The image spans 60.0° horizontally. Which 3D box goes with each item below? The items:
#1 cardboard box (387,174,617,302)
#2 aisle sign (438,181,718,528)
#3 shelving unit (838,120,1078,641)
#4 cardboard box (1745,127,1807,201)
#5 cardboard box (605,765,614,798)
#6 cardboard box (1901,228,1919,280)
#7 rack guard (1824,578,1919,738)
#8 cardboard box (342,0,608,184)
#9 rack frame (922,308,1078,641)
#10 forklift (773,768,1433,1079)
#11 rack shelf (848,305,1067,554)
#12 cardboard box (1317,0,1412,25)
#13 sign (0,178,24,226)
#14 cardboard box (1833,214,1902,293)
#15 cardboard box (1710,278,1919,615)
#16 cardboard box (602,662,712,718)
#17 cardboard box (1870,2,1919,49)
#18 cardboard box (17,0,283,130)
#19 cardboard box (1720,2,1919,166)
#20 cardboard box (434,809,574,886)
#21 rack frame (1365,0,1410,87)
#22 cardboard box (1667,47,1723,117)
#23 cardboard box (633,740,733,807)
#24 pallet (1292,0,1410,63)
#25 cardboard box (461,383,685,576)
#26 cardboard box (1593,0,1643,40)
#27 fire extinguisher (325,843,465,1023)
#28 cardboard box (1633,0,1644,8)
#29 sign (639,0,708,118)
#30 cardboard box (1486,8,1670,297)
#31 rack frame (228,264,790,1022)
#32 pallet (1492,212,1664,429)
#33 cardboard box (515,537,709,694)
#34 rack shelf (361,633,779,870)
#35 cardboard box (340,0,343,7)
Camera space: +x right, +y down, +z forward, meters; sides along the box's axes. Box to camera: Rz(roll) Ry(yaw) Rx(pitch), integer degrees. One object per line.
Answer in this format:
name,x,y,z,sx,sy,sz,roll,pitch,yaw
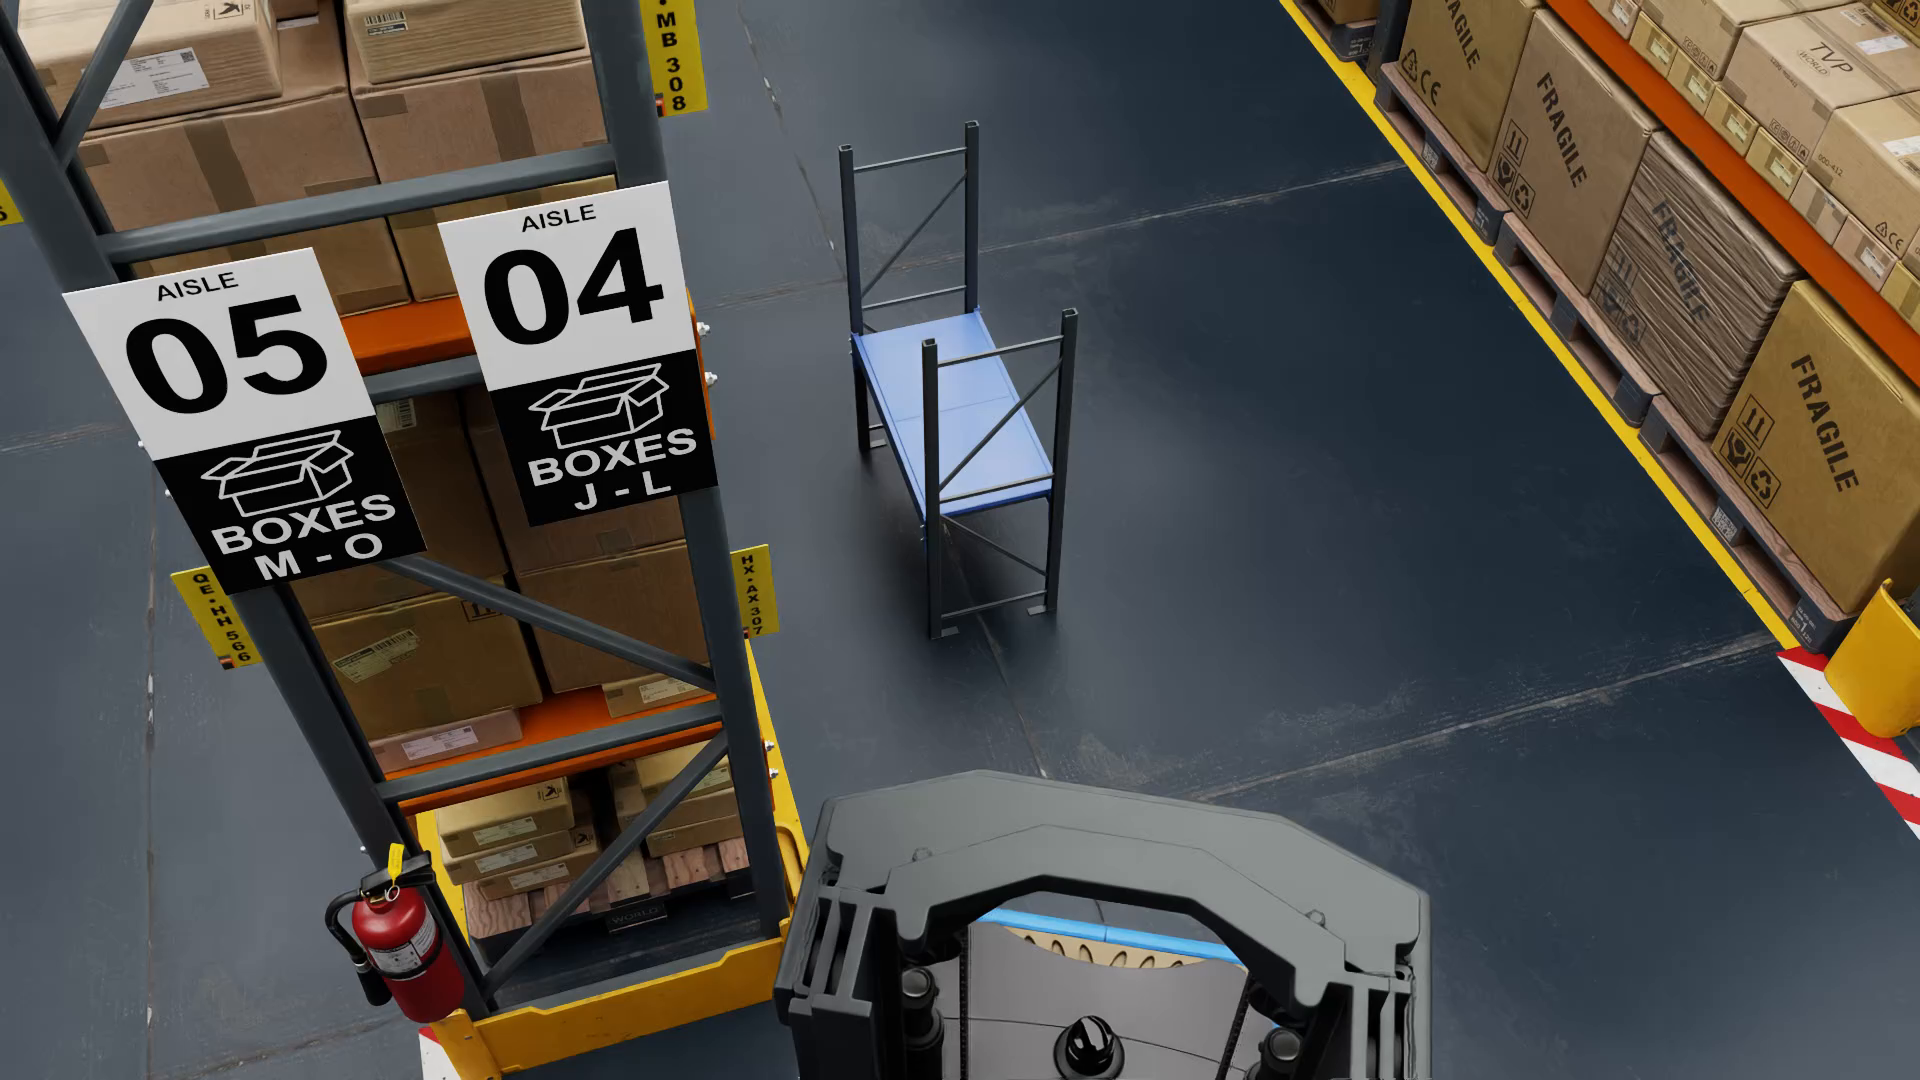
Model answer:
cardboard box,-0.892,-0.776,3.368,0.500,0.250,0.500,-12,51,-10
aisle sign,-0.695,-0.325,3.151,0.394,0.787,0.004,-13,51,-11
shelving unit,-0.025,-0.546,6.019,0.538,1.500,1.048,-13,51,-11
cardboard box,3.041,-1.370,5.897,0.380,0.149,0.250,-14,51,-12
cardboard box,-1.008,0.684,5.591,0.380,0.149,0.250,-13,51,-11
cardboard box,3.368,-0.861,5.207,0.500,0.250,0.500,-14,51,-12
rack guard,3.772,0.303,5.957,1.175,0.500,0.348,-13,51,-11
cardboard box,-0.888,-0.938,3.178,0.500,0.250,0.500,-13,51,-10
rack frame,0.125,-0.174,5.706,0.500,1.500,0.032,-13,51,-11
forklift,0.114,1.860,3.055,1.130,2.935,3.031,8,50,7
rack shelf,-0.025,-0.430,6.156,0.538,0.185,1.000,-13,51,-11
cardboard box,2.373,-3.355,8.521,1.225,0.875,0.875,-13,51,-11
sign,-1.540,-0.613,2.554,0.100,0.325,0.005,-13,51,-11
cardboard box,3.193,-0.998,5.584,0.380,0.149,0.250,-13,51,-11
cardboard box,3.499,-0.420,6.047,0.875,0.875,0.875,-13,51,-11
cardboard box,-0.786,0.298,4.491,0.380,0.149,0.250,-14,51,-11
cardboard box,3.575,-1.725,5.935,0.500,0.250,0.500,-15,51,-12
cardboard box,-1.383,-0.857,2.848,0.380,0.149,0.250,-14,51,-11
cardboard box,3.067,-1.604,5.833,0.500,0.250,0.500,-15,51,-12
cardboard box,-1.432,0.895,5.219,0.380,0.149,0.250,-15,51,-12
rack frame,2.582,-3.441,7.479,1.000,3.000,0.127,-13,51,-11
cardboard box,2.893,-1.741,6.210,0.380,0.149,0.250,-12,51,-10
cardboard box,-0.834,0.660,5.222,0.380,0.149,0.250,-15,52,-13
pallet,2.281,-3.089,9.006,1.003,0.211,1.213,-13,51,-11
cardboard box,-0.883,-0.310,3.926,0.500,0.500,0.500,-14,51,-11
cardboard box,2.735,-2.122,6.531,0.380,0.149,0.250,-13,51,-11
fire extinguisher,-1.370,0.961,4.062,0.296,0.674,0.183,-13,51,-11
cardboard box,2.771,-2.345,6.458,0.500,0.250,0.500,-12,51,-10
sign,-0.485,-0.843,2.755,0.100,0.325,0.005,-13,51,-11
cardboard box,2.966,-1.734,7.155,0.875,0.875,0.875,-13,51,-11
rack frame,-1.004,0.528,4.133,1.000,3.000,0.127,-13,51,-11
pallet,3.096,-1.077,7.309,1.003,0.211,1.213,-13,51,-11
cardboard box,-0.872,0.009,4.310,0.500,0.500,0.500,-11,51,-9
rack shelf,-1.595,-0.701,5.639,1.077,0.370,4.000,-13,51,-11
cardboard box,-1.535,-1.204,3.402,0.500,0.250,0.500,-15,51,-12
